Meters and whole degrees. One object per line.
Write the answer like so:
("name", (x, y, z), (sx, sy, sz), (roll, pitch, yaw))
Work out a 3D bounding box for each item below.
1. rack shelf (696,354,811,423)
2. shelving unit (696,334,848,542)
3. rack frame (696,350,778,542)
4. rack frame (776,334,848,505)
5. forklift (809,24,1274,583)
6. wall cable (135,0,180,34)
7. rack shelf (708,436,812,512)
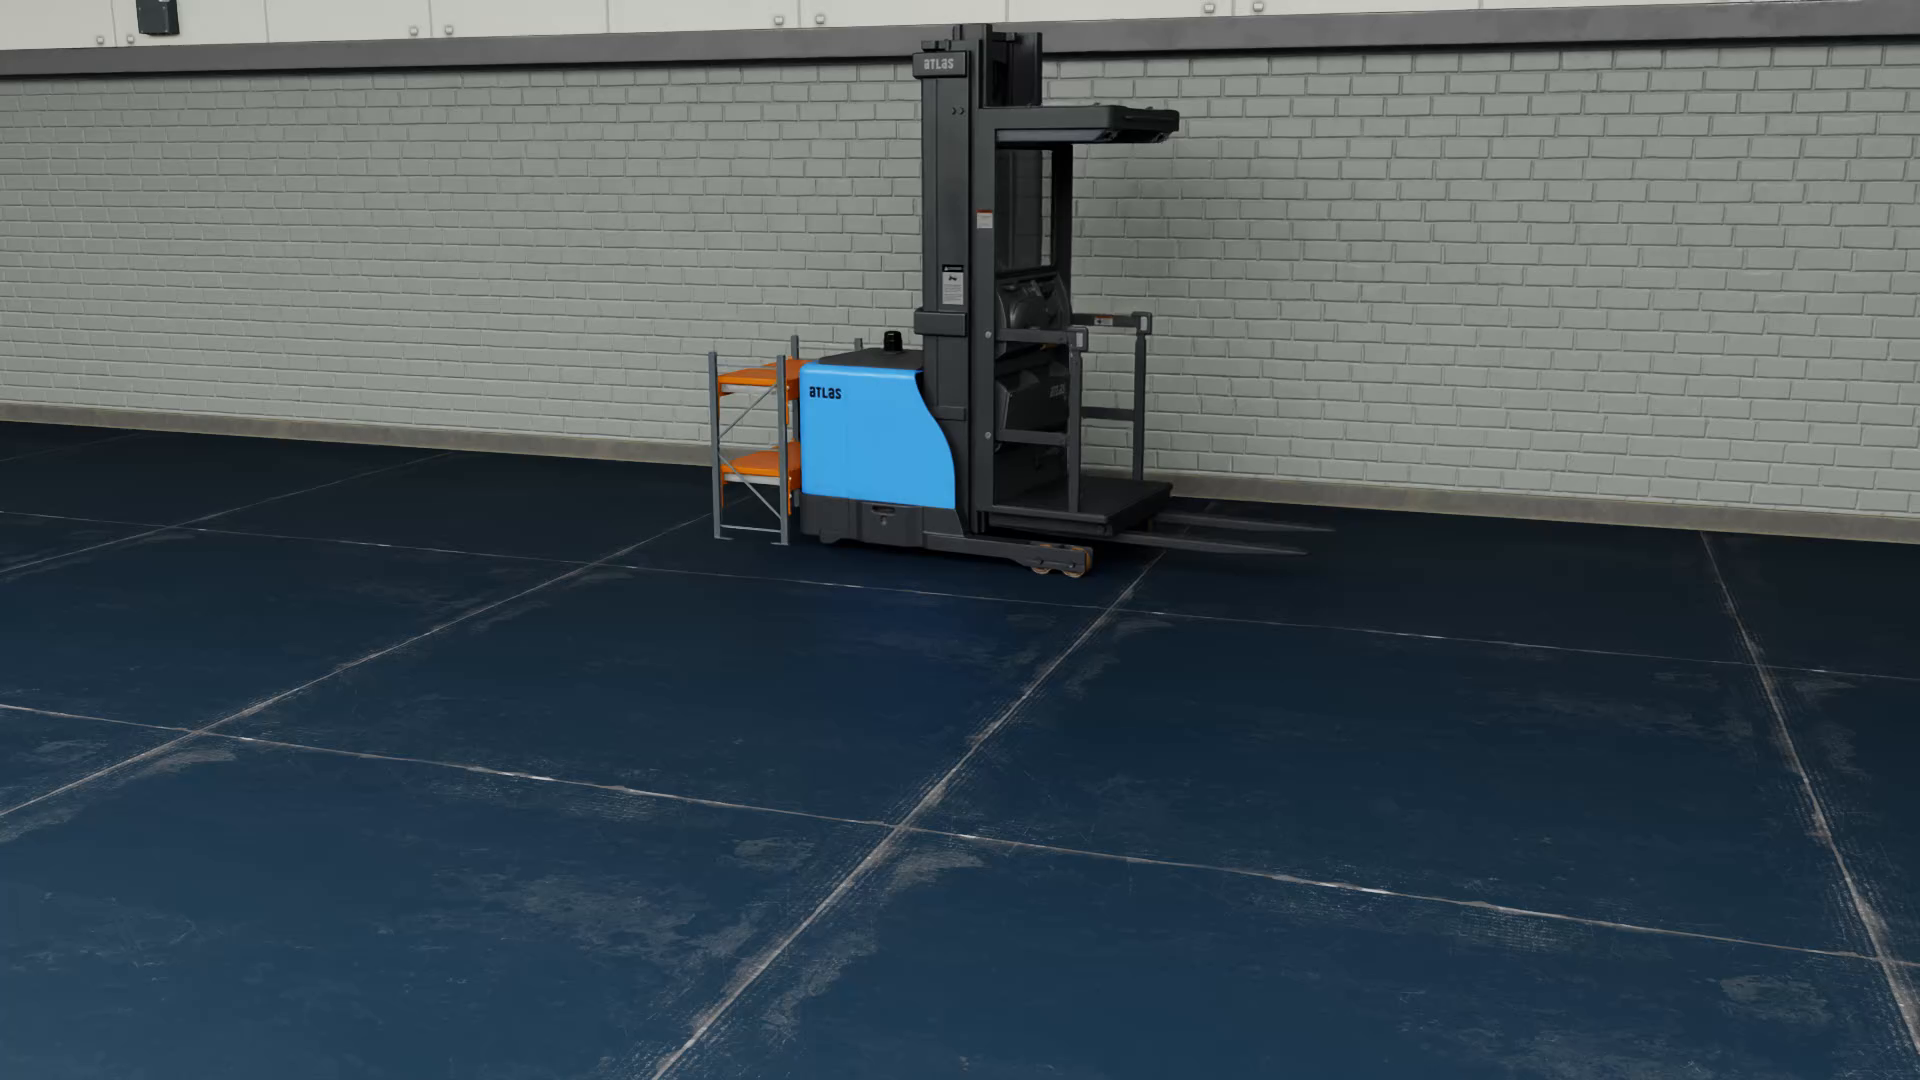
("rack shelf", (-1.143, -0.949, 10.302), (0.538, 0.278, 1.000), (5, 14, 21))
("shelving unit", (-1.143, -0.664, 10.367), (0.538, 1.125, 1.048), (5, 14, 21))
("rack frame", (-1.330, -0.558, 9.906), (0.500, 1.125, 0.032), (5, 14, 21))
("rack frame", (-0.956, -0.769, 10.828), (0.500, 1.125, 0.032), (5, 14, 21))
("forklift", (0.395, -1.322, 9.192), (1.130, 2.935, 3.031), (-10, 16, -38))
("wall cable", (-5.387, -6.852, 12.143), (2.305, 6.003, 0.169), (4, 14, 18))
("rack shelf", (-1.143, -0.425, 10.422), (0.538, 0.278, 1.000), (5, 14, 21))
